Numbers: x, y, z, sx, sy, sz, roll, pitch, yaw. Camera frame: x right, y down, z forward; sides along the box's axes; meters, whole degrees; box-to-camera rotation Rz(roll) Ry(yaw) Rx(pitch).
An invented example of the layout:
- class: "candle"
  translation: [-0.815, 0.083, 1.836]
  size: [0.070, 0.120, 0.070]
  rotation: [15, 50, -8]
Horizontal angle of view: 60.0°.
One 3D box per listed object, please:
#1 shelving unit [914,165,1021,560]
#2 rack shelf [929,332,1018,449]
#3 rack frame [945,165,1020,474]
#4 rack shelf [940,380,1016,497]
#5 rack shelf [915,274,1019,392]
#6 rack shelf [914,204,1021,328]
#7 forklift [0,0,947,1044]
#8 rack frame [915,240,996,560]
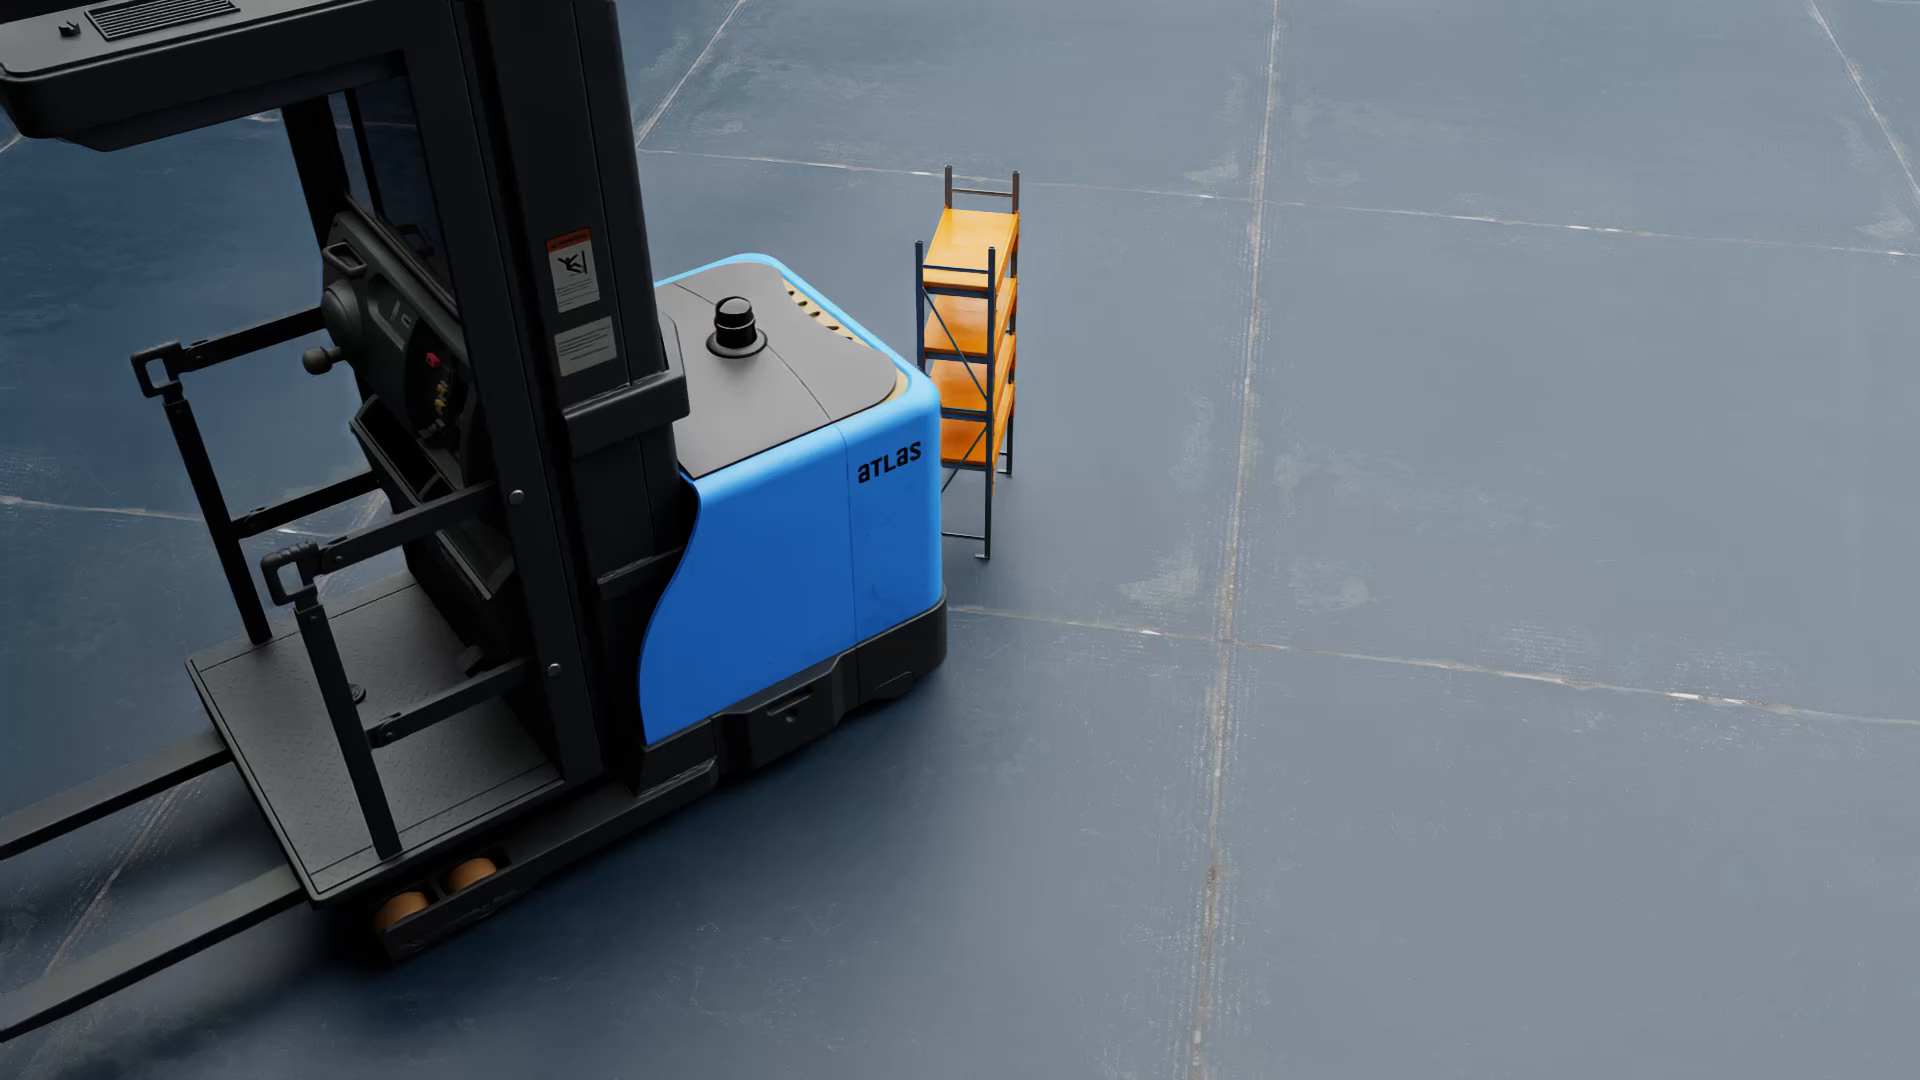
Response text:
- class: "shelving unit"
  translation: [0.029, -0.566, 5.493]
  size: [0.258, 1.200, 0.503]
  rotation: [6, 40, 8]
- class: "rack shelf"
  translation: [0.029, -0.514, 5.536]
  size: [0.258, 0.148, 0.480]
  rotation: [6, 40, 8]
- class: "rack frame"
  translation: [0.071, -0.719, 5.679]
  size: [0.240, 1.200, 0.015]
  rotation: [6, 40, 8]
- class: "rack shelf"
  translation: [0.029, -0.361, 5.663]
  size: [0.258, 0.148, 0.480]
  rotation: [6, 40, 8]
- class: "rack shelf"
  translation: [0.029, -0.687, 5.394]
  size: [0.258, 0.148, 0.480]
  rotation: [6, 40, 8]
- class: "rack shelf"
  translation: [0.029, -0.869, 5.243]
  size: [0.258, 0.148, 0.480]
  rotation: [6, 40, 8]
- class: "forklift"
  translation: [-1.529, -0.414, 3.951]
  size: [3.031, 2.935, 1.130]
  rotation: [-25, 46, -27]
- class: "rack frame"
  translation: [-0.014, -0.413, 5.308]
  size: [0.240, 1.200, 0.015]
  rotation: [6, 40, 8]
